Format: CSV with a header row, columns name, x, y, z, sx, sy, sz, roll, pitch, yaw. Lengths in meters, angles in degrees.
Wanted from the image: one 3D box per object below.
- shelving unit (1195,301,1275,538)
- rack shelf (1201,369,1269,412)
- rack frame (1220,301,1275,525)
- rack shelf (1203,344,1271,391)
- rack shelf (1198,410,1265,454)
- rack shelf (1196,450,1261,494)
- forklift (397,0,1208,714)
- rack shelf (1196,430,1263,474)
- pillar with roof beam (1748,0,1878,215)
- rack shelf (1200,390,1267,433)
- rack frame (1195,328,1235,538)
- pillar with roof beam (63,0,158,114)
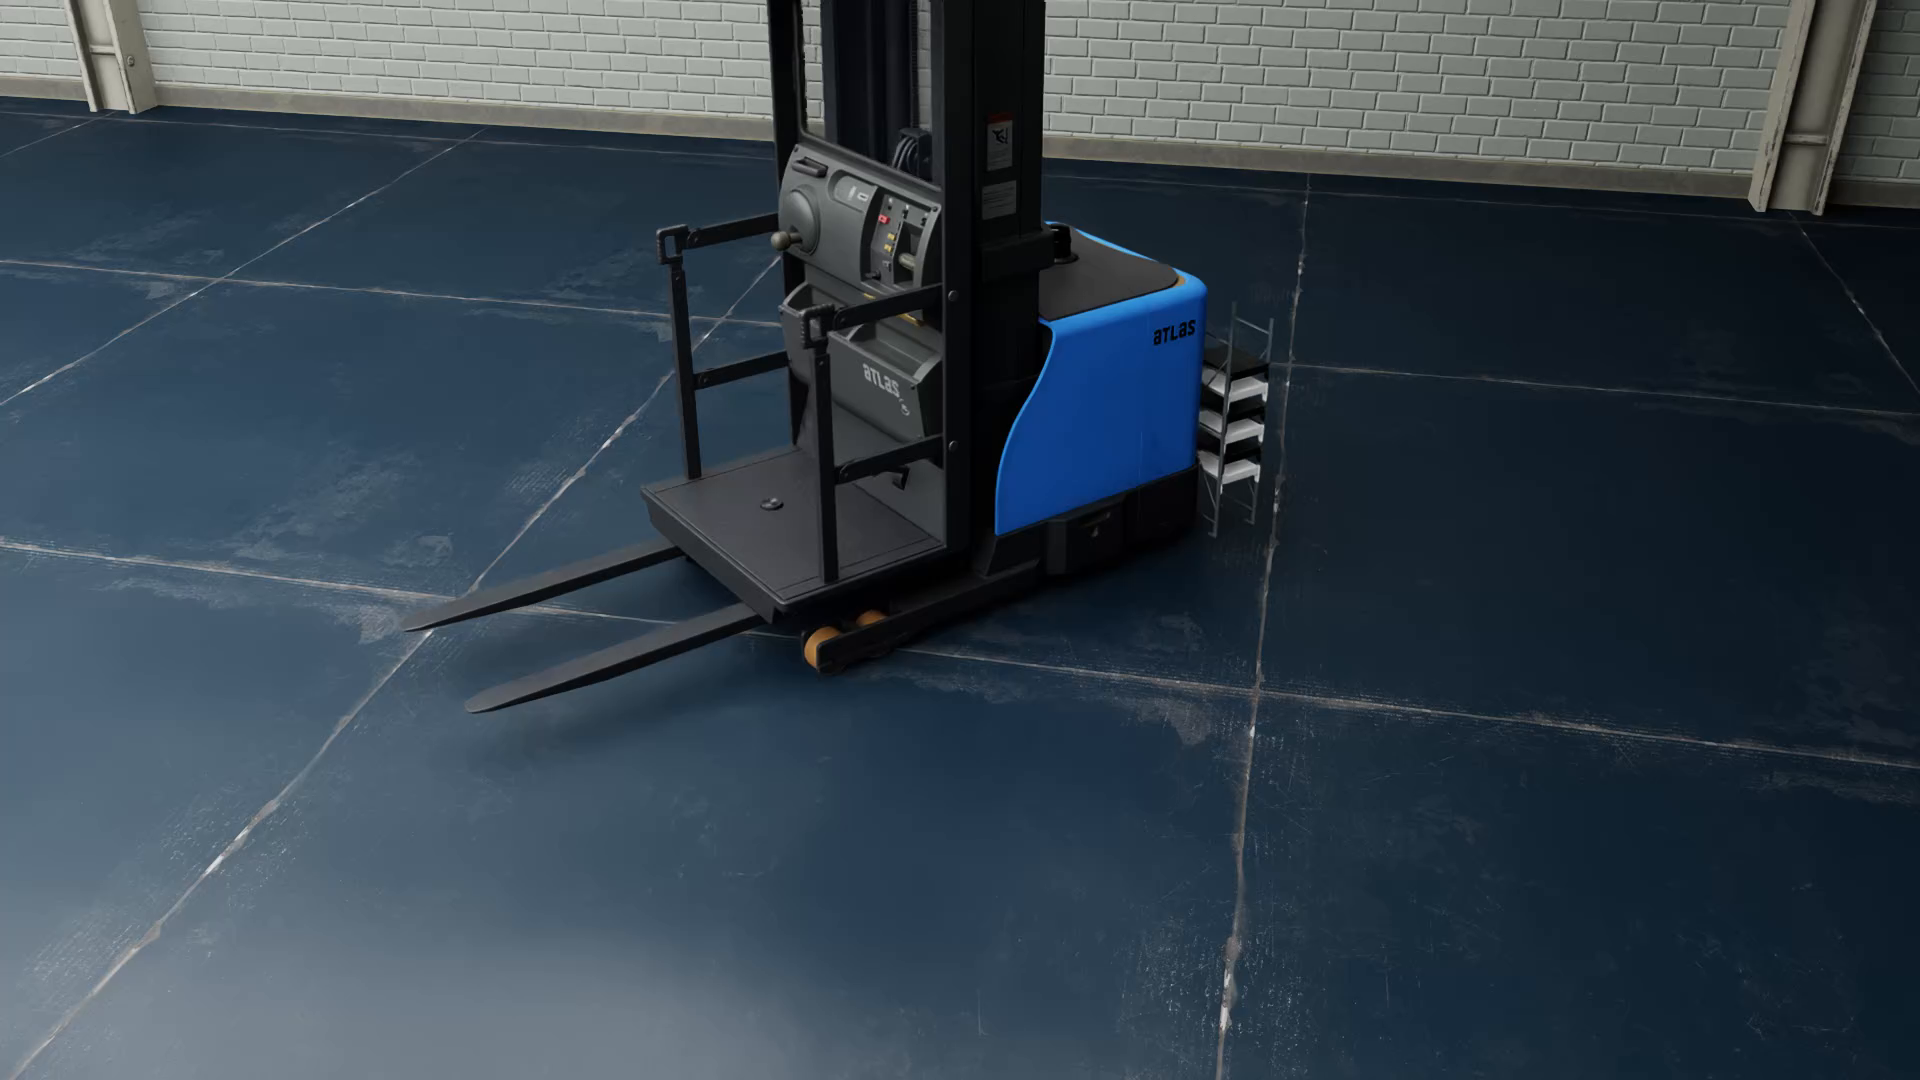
name,x,y,z,sx,sy,sz,roll,pitch,yaw
shelving unit,1.066,-0.480,6.689,0.210,0.900,0.258,-17,33,-28
rack shelf,1.066,-0.608,6.619,0.200,0.077,0.258,-17,33,-28
rack frame,1.151,-0.506,6.737,0.006,0.900,0.240,-17,33,-28
rack shelf,1.066,-0.687,6.576,0.200,0.077,0.258,-17,33,-28
rack shelf,1.066,-0.450,6.705,0.200,0.077,0.258,-17,33,-28
rack shelf,1.066,-0.293,6.792,0.200,0.077,0.258,-17,33,-28
forklift,-0.530,-1.098,5.703,3.031,2.935,1.130,-19,34,-31
rack shelf,1.066,-0.372,6.748,0.200,0.077,0.258,-17,33,-28
pillar with roof beam,4.385,-4.065,4.804,0.400,9.000,9.100,6,29,11
rack shelf,1.066,-0.529,6.662,0.200,0.077,0.258,-17,33,-28
rack frame,0.980,-0.453,6.641,0.006,0.900,0.240,-17,33,-28
pillar with roof beam,-7.350,-5.268,7.002,0.400,9.000,9.100,6,29,11
